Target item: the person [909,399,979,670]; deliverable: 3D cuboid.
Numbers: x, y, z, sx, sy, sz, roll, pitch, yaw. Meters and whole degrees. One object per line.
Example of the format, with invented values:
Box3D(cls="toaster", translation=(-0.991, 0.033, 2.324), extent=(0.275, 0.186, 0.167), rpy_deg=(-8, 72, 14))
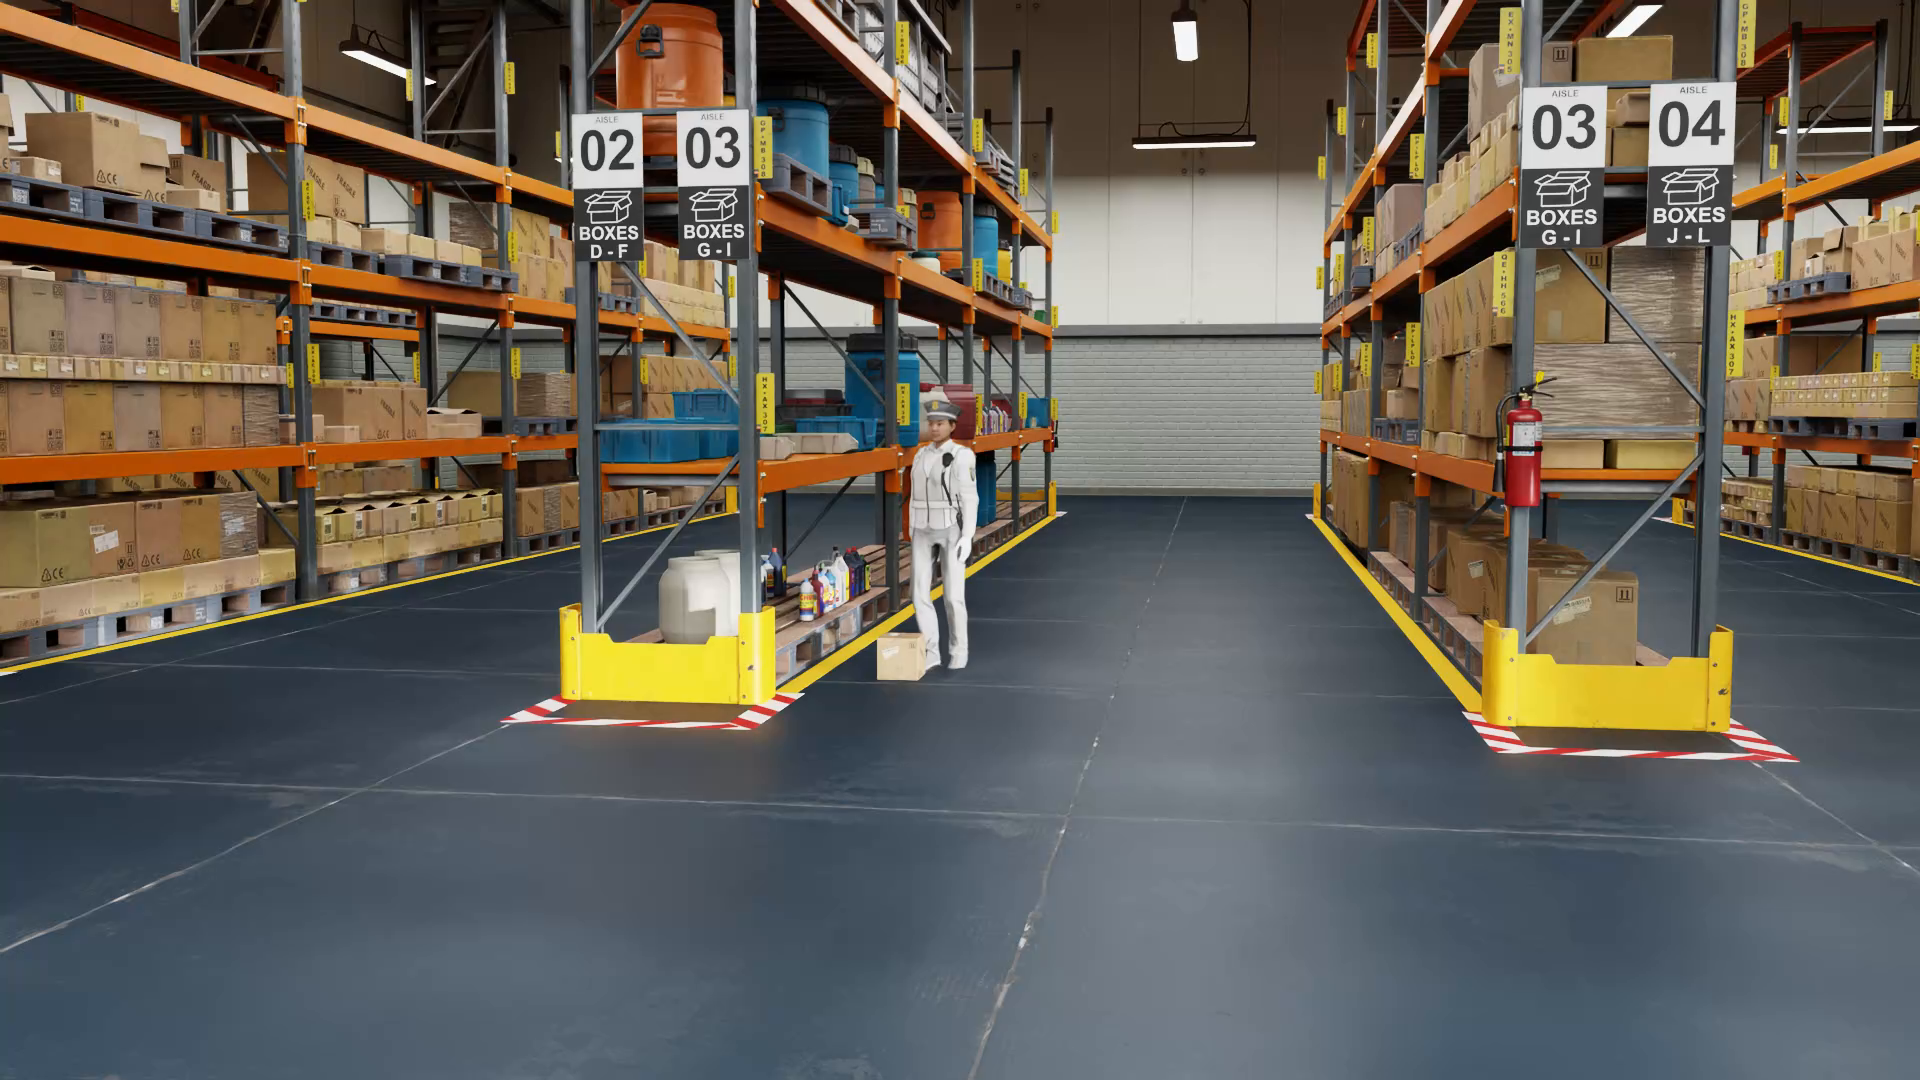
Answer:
Box3D(cls="person", translation=(-0.124, -0.003, 10.298), extent=(0.489, 1.730, 0.384), rpy_deg=(3, 5, 30))
